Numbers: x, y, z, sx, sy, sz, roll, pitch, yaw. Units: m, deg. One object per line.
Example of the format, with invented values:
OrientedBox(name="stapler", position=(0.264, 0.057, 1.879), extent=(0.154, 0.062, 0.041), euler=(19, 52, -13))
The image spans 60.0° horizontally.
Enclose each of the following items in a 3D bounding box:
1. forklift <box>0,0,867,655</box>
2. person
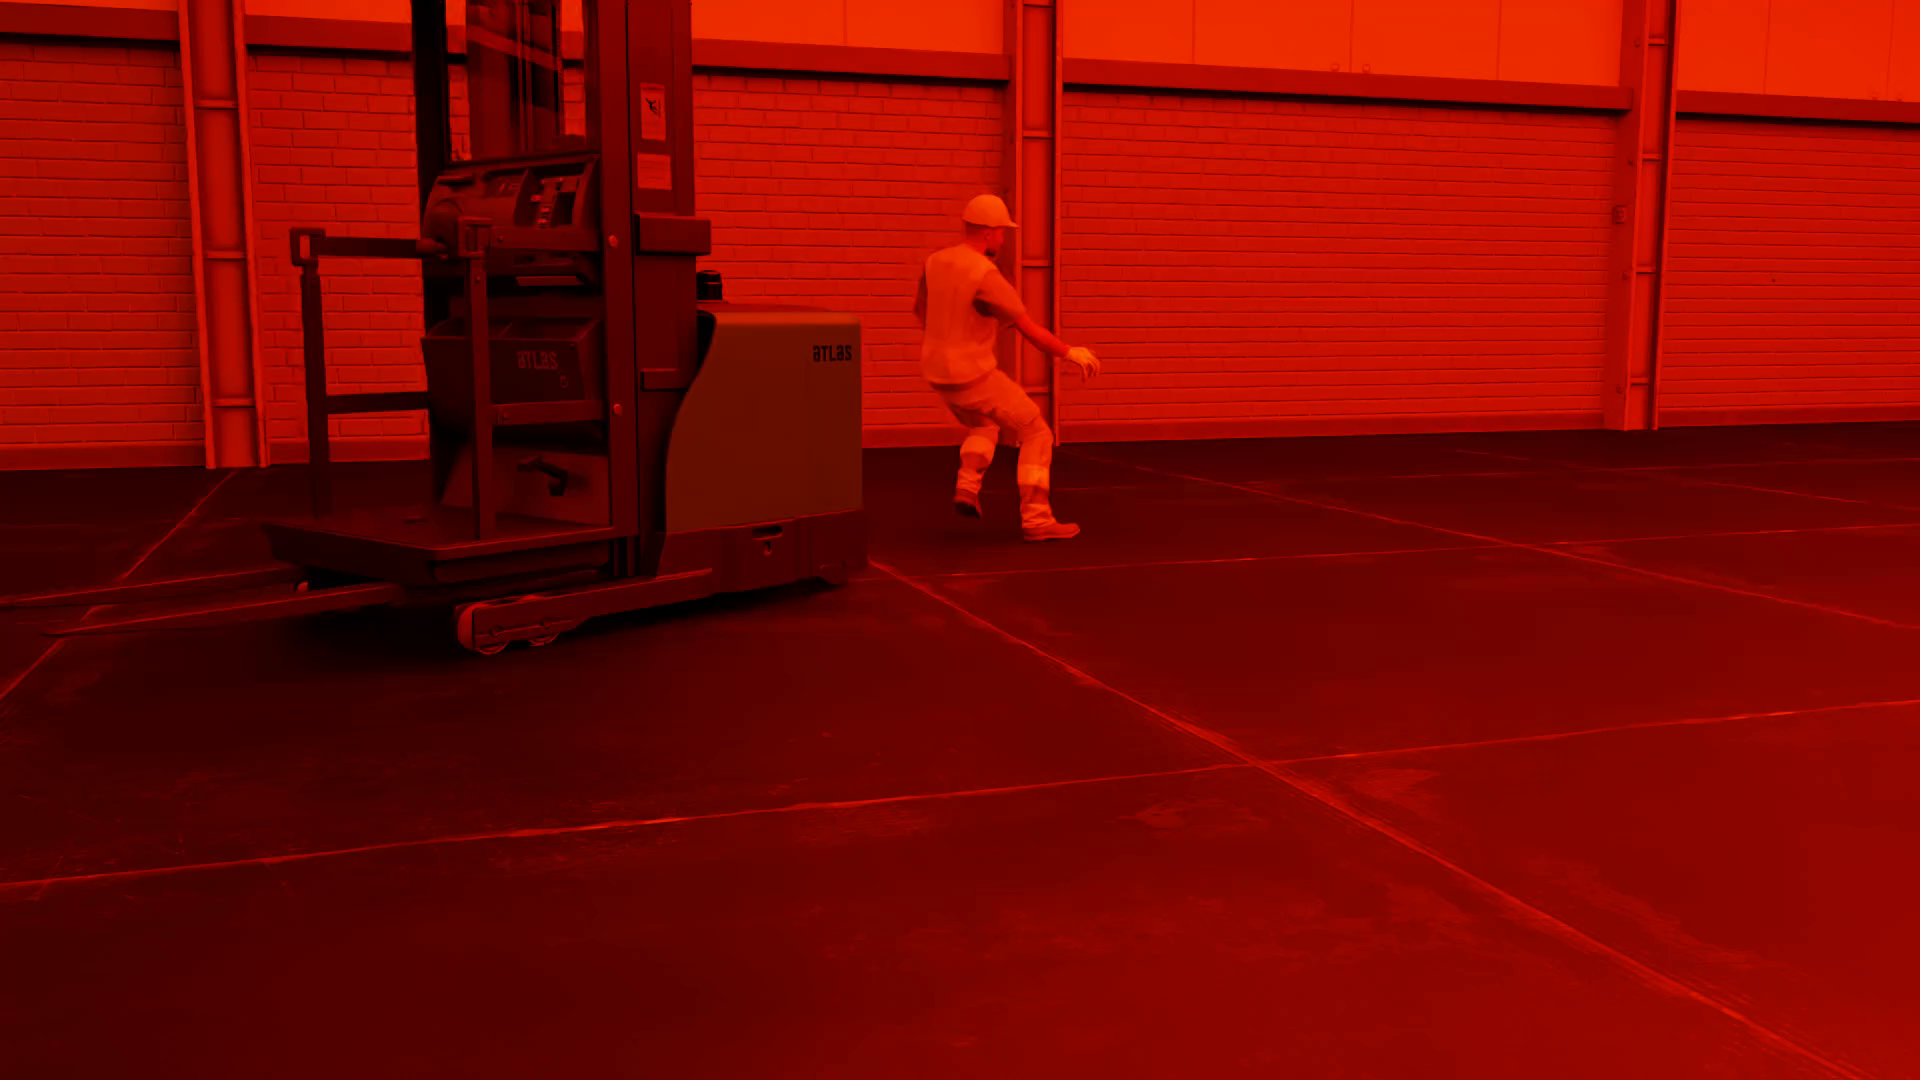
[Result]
OrientedBox(name="forklift", position=(-1.704, -1.165, 5.610), extent=(1.130, 2.935, 3.031), euler=(6, 10, 40))
OrientedBox(name="person", position=(0.157, -0.830, 8.035), extent=(0.632, 1.624, 0.907), euler=(-6, 10, -38))
